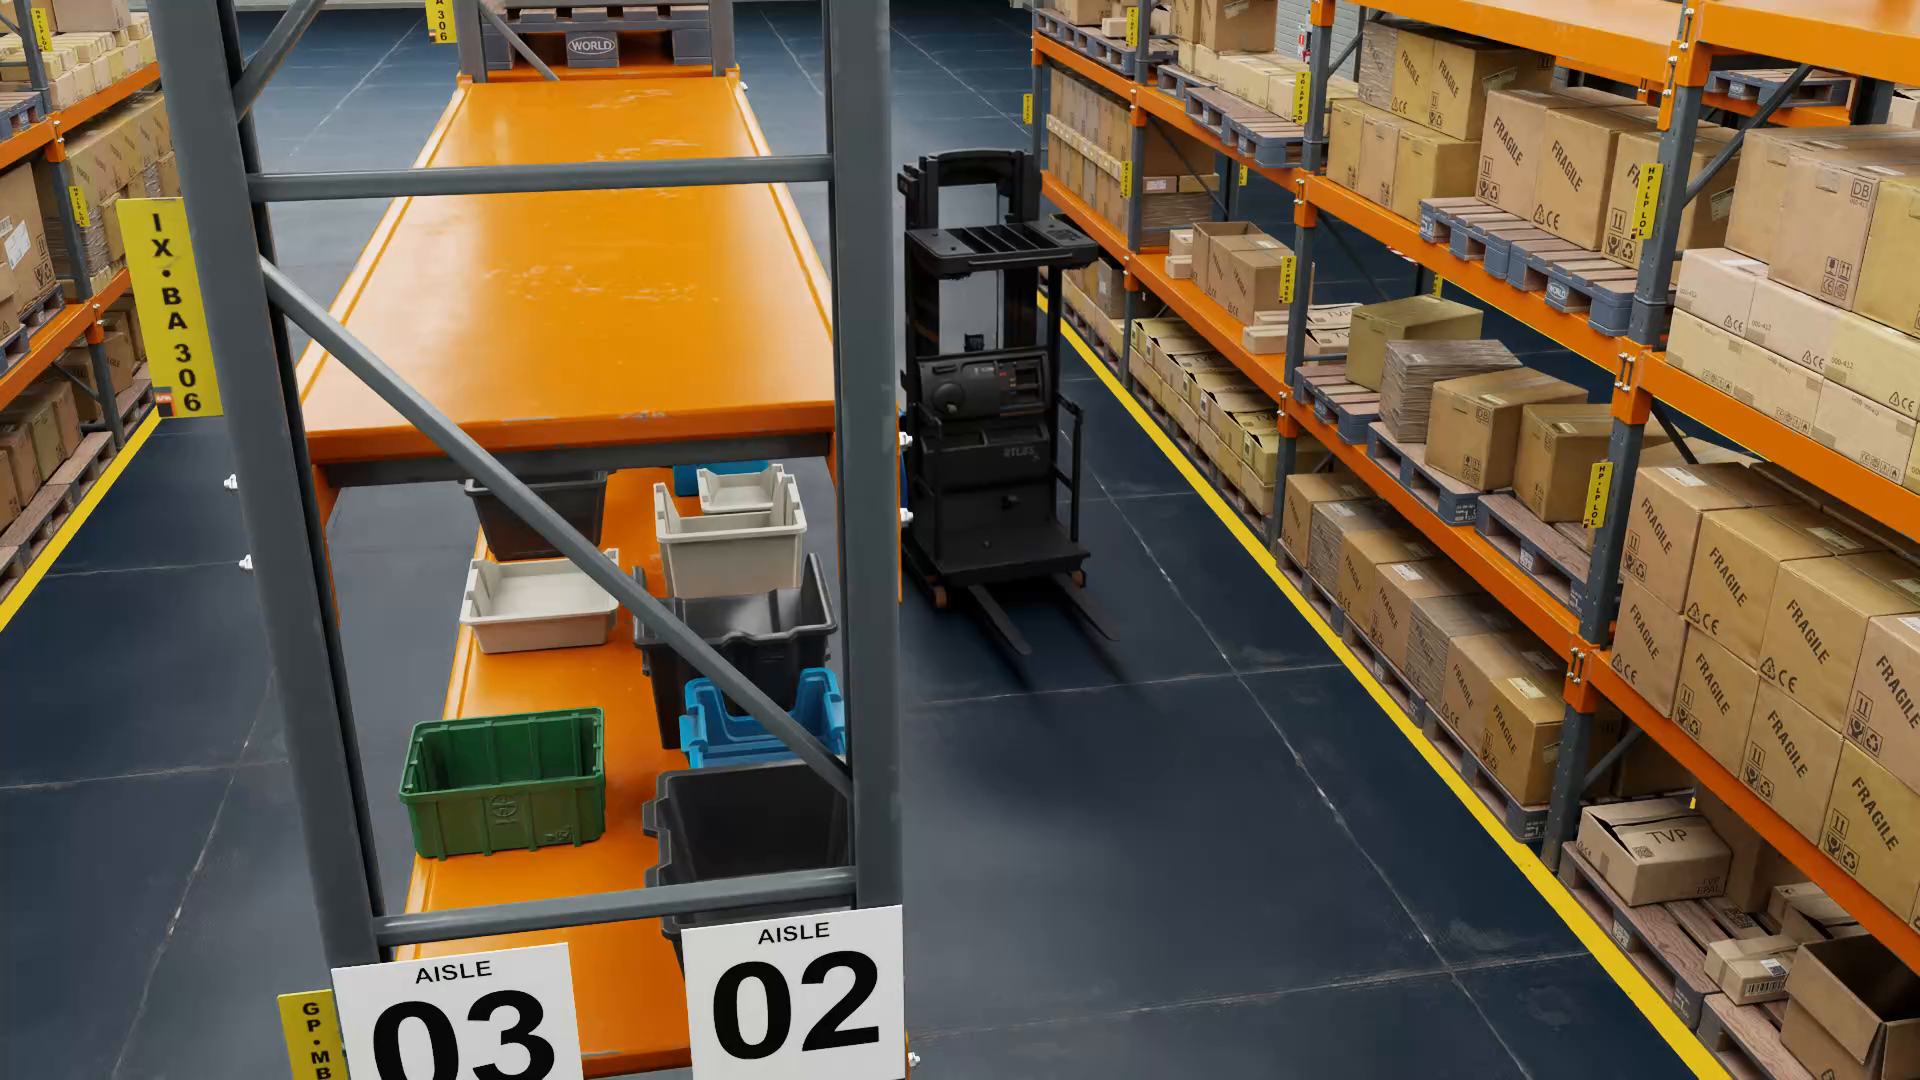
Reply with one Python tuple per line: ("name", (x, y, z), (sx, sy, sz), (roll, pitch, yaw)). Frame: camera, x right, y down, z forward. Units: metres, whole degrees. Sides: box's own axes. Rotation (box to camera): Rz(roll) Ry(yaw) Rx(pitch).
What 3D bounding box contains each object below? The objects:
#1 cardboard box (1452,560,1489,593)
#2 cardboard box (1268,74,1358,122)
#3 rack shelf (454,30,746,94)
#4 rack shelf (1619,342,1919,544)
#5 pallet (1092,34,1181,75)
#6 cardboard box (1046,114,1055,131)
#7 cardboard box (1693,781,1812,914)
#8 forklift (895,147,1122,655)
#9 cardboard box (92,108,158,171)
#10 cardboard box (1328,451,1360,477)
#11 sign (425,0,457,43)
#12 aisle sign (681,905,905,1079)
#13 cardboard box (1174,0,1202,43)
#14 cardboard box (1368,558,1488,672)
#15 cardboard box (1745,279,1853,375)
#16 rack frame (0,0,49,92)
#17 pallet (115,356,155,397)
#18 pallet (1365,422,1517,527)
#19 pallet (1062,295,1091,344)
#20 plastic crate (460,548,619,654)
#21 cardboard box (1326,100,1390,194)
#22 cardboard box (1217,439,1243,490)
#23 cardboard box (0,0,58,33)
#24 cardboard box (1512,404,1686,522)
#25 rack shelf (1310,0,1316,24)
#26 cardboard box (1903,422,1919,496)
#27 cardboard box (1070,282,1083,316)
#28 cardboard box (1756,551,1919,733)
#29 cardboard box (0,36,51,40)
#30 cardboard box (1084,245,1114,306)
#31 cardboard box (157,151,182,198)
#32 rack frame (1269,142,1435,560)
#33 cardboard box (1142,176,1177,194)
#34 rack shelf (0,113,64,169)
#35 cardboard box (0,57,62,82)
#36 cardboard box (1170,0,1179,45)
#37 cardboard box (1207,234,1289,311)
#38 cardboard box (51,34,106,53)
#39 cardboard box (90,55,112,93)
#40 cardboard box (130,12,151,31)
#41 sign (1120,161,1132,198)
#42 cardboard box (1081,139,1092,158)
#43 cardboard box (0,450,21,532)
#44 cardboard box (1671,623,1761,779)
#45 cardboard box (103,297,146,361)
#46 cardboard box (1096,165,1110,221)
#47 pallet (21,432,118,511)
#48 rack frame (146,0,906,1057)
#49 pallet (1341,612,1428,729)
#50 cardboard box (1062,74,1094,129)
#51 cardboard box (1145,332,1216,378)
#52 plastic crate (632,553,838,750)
("cardboard box", (3.388, 0.412, 10.374), (0.500, 0.500, 0.500), (-5, 24, -12))
("cardboard box", (2.532, -3.169, 11.915), (0.500, 0.250, 0.500), (-4, 24, -8))
("rack shelf", (-1.713, -2.376, 8.088), (1.077, 0.370, 4.000), (-4, 24, -10))
("rack shelf", (3.895, 0.024, 5.842), (1.077, 0.370, 4.000), (-4, 24, -10))
("pallet", (1.863, -4.532, 15.485), (1.003, 0.211, 1.213), (-4, 24, -10))
("cardboard box", (1.167, -4.611, 18.367), (0.380, 0.149, 0.250), (-4, 24, -10))
("cardboard box", (3.909, 1.429, 8.047), (0.500, 0.500, 0.500), (-4, 24, -10))
("forklift", (0.241, -1.045, 11.223), (1.130, 2.935, 3.031), (-7, 25, -16))
("cardboard box", (-7.897, -3.756, 15.598), (0.500, 0.500, 0.500), (-4, 24, -10))
("cardboard box", (2.977, -0.709, 12.577), (0.500, 0.311, 0.500), (-4, 24, -8))
("sign", (-1.884, -1.966, 6.013), (0.100, 0.325, 0.005), (-4, 24, -10))
("aisle sign", (-0.299, 1.035, 3.126), (0.394, 0.787, 0.004), (-4, 24, -10))
("cardboard box", (2.121, -4.461, 13.938), (0.500, 0.500, 0.500), (-4, 24, -9))
("cardboard box", (2.881, 0.461, 10.263), (0.500, 0.500, 0.500), (-5, 24, -12))
("cardboard box", (3.465, -0.847, 6.499), (0.500, 0.250, 0.500), (-4, 24, -10))
("rack frame", (-7.690, -4.882, 12.428), (1.000, 3.000, 0.127), (-4, 24, -10))
("pallet", (-8.078, -1.598, 15.887), (1.003, 0.211, 1.213), (-4, 24, -10))
("pallet", (3.150, -0.439, 9.990), (1.003, 0.211, 1.213), (-4, 24, -10))
("pallet", (1.711, -2.384, 17.687), (1.003, 0.211, 1.213), (-4, 24, -10))
("plastic crate", (-1.230, 0.172, 4.932), (0.437, 0.136, 0.530), (-4, 24, -10))
("cardboard box", (2.899, -2.543, 10.694), (0.910, 0.500, 0.500), (-4, 24, -10))
("cardboard box", (2.350, -0.615, 13.064), (0.500, 0.250, 0.500), (-5, 24, -10))
("cardboard box", (-8.421, -4.888, 15.069), (0.500, 0.500, 0.500), (-4, 24, -10))
("cardboard box", (3.468, -0.425, 9.068), (0.700, 0.500, 0.500), (-1, 24, -1))
("rack shelf", (2.416, -4.314, 12.526), (1.077, 0.370, 4.000), (-4, 24, -10))
("cardboard box", (3.647, -0.224, 5.698), (0.500, 0.250, 0.500), (-4, 24, -10))
("cardboard box", (1.463, -2.553, 17.501), (0.500, 0.250, 0.500), (-4, 24, -10))
("cardboard box", (3.526, 0.389, 6.480), (0.500, 0.500, 0.500), (-5, 24, -11))
("cardboard box", (-8.246, -4.359, 14.666), (0.380, 0.149, 0.250), (-5, 24, -12))
("cardboard box", (1.568, -2.701, 16.903), (0.500, 0.500, 0.500), (-4, 24, -10))
("cardboard box", (-8.145, -3.482, 16.222), (0.875, 0.500, 0.500), (-4, 24, -10))
("rack frame", (2.786, -1.291, 11.702), (1.000, 3.000, 0.127), (-4, 24, -10))
("cardboard box", (1.785, -3.299, 15.363), (0.380, 0.149, 0.250), (-4, 24, -10))
("rack shelf", (-7.320, -2.391, 11.371), (1.077, 0.370, 4.000), (-4, 24, -10))
("cardboard box", (-7.448, -3.772, 13.324), (0.380, 0.149, 0.250), (-5, 24, -11))
("cardboard box", (2.212, -4.759, 15.070), (0.500, 0.500, 0.500), (-2, 24, -5))
("cardboard box", (2.362, -2.203, 13.664), (0.500, 0.500, 0.500), (-4, 24, -10))
("cardboard box", (-7.807, -4.381, 14.718), (0.380, 0.149, 0.250), (-4, 24, -8))
("cardboard box", (-7.706, -4.039, 14.432), (0.500, 0.250, 0.500), (-5, 24, -12))
("cardboard box", (-8.072, -5.109, 16.384), (0.380, 0.149, 0.250), (-4, 24, -10))
("sign", (1.501, -3.256, 15.020), (0.100, 0.325, 0.005), (-4, 24, -10))
("cardboard box", (1.451, -4.006, 16.982), (0.380, 0.149, 0.250), (-4, 24, -9))
("cardboard box", (-7.321, -0.318, 12.045), (0.700, 0.500, 0.500), (-2, 24, -5))
("cardboard box", (3.449, 0.658, 7.114), (0.500, 0.500, 0.500), (-4, 24, -9))
("cardboard box", (-8.090, -2.026, 15.983), (0.500, 0.500, 0.500), (-2, 24, -5))
("cardboard box", (1.765, -3.489, 16.609), (0.700, 0.500, 0.500), (-4, 24, -9))
("pallet", (-7.545, -0.549, 13.486), (1.003, 0.211, 1.213), (-4, 24, -10))
("rack frame", (-0.604, -0.529, 2.460), (1.000, 3.000, 0.127), (-4, 24, -10))
("pallet", (3.109, 0.762, 10.485), (1.003, 0.211, 1.213), (-4, 24, -10))
("cardboard box", (1.492, -4.667, 17.684), (0.700, 0.500, 0.500), (-5, 24, -11))
("cardboard box", (1.965, -1.676, 14.792), (0.500, 0.311, 0.500), (-5, 24, -10))
("plastic crate", (-0.616, 0.253, 4.495), (0.504, 0.338, 0.767), (-4, 24, -10))
